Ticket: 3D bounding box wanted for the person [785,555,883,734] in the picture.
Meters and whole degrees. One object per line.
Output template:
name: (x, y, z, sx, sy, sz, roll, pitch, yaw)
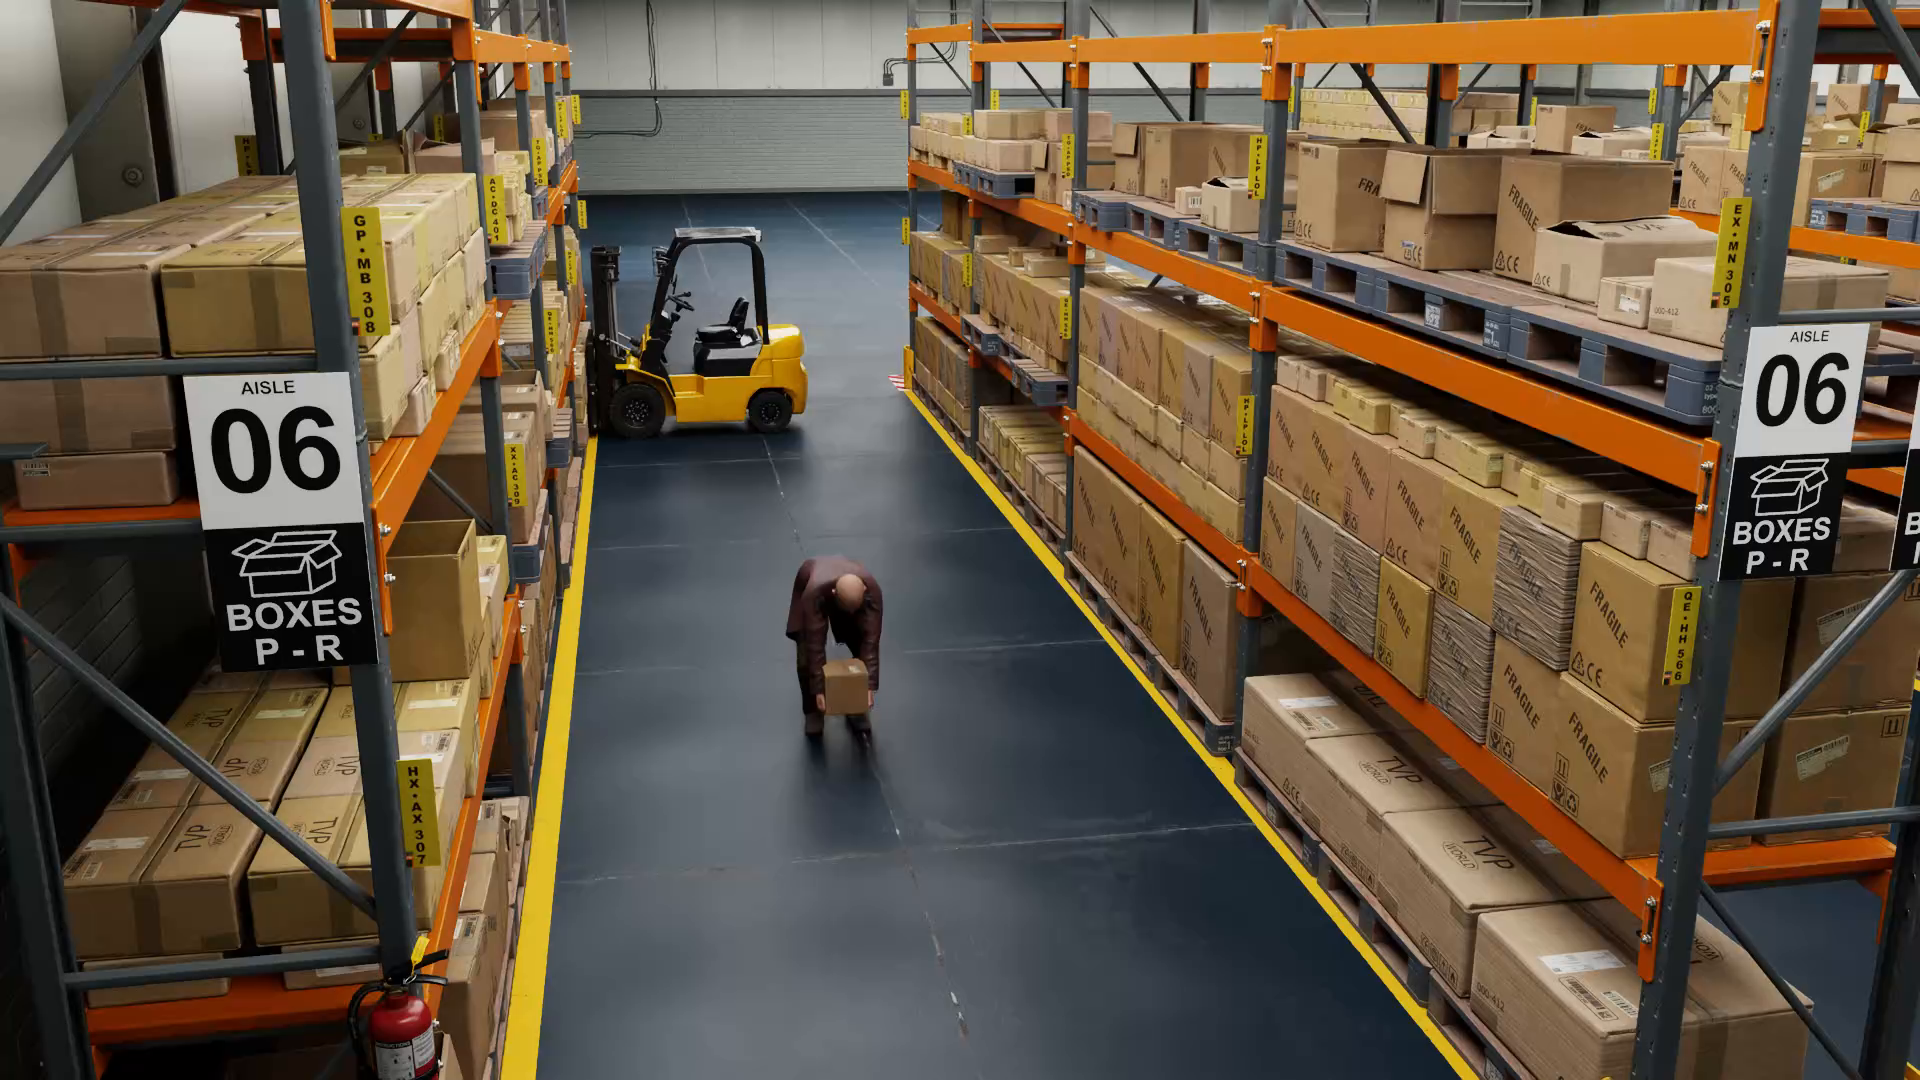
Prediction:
person: (-0.732, 0.647, 9.972, 0.585, 1.138, 0.937, -4, 17, -13)
